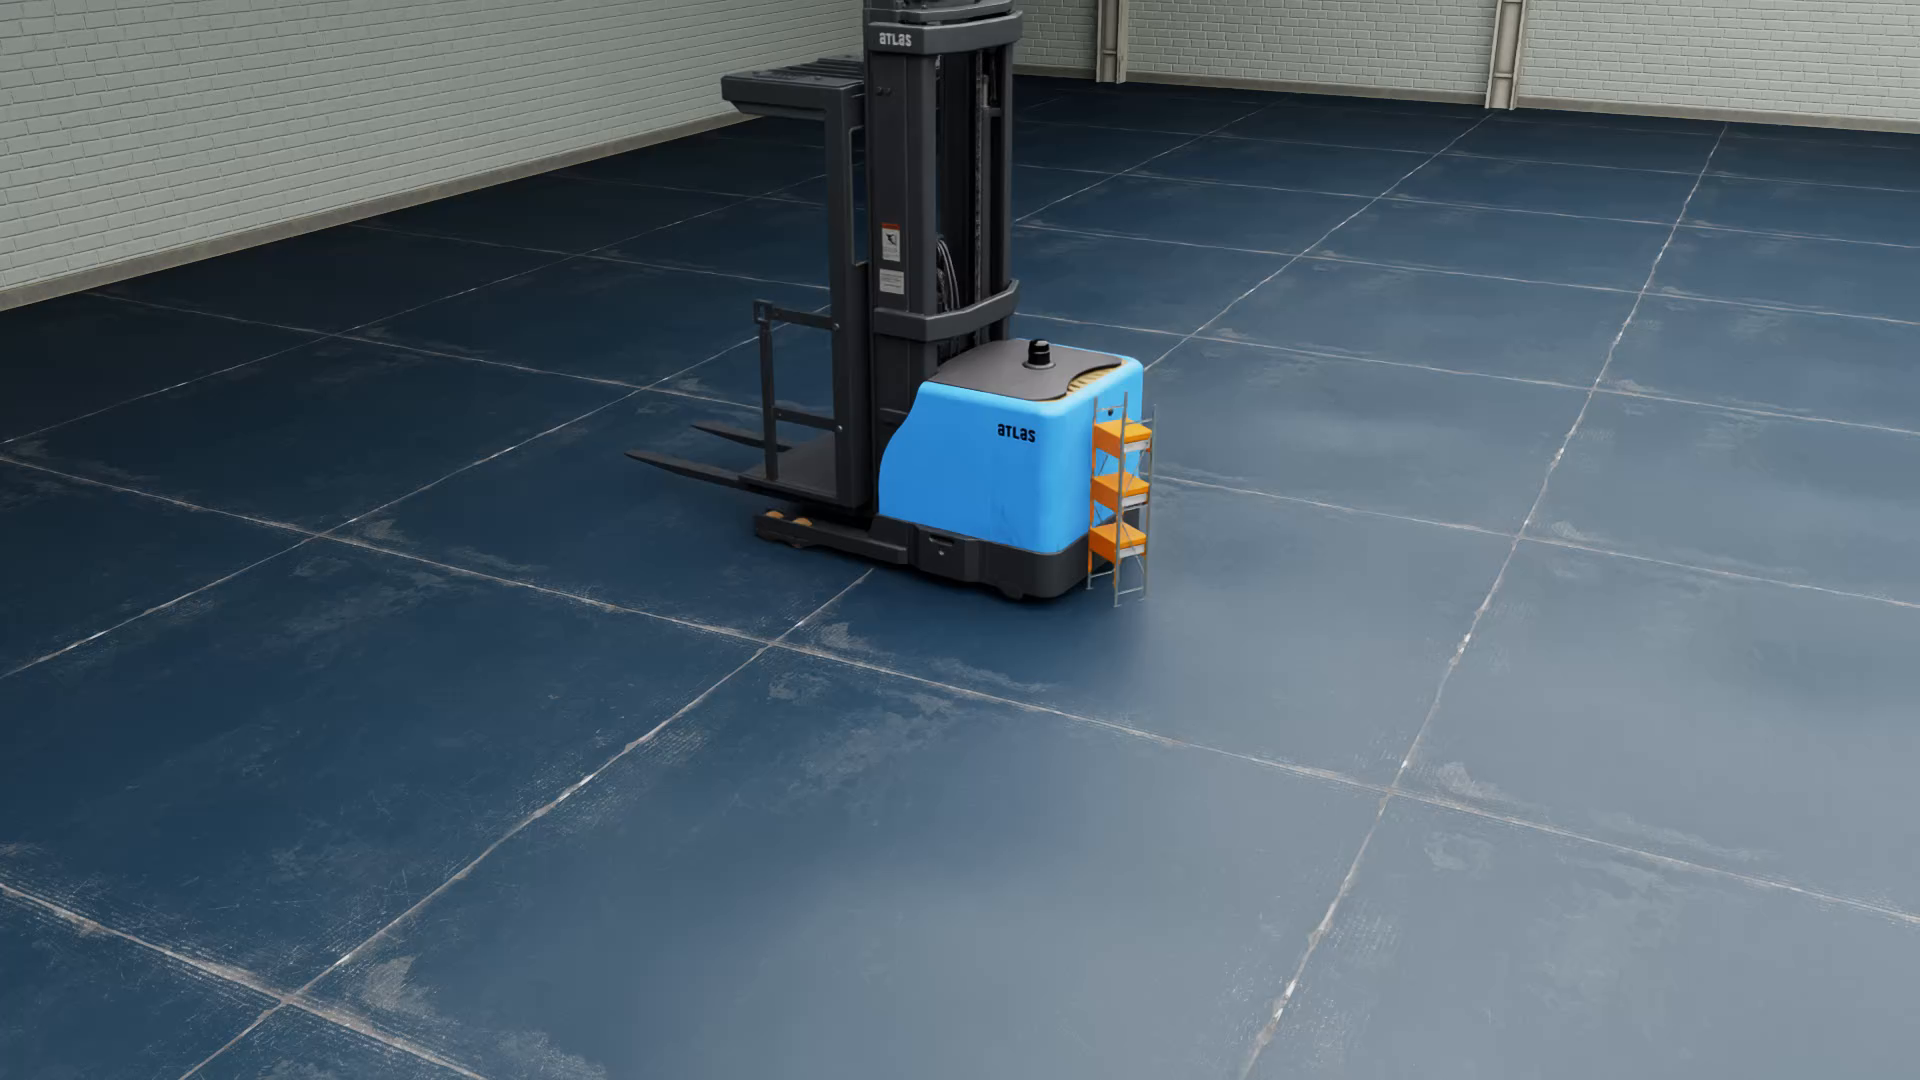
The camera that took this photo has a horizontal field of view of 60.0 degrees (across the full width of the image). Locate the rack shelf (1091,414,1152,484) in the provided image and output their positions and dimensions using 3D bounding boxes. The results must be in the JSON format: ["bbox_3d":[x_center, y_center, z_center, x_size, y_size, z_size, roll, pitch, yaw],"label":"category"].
[{"bbox_3d":[0.811,-0.453,8.274,0.215,0.259,0.240,-12,26,-27],"label":"rack shelf"}]

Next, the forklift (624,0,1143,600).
[{"bbox_3d":[-0.544,-1.462,8.943,3.031,2.935,1.130,14,27,29],"label":"forklift"}]

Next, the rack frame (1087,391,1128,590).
[{"bbox_3d":[0.750,-0.243,8.478,0.200,1.050,0.008,-12,26,-27],"label":"rack frame"}]

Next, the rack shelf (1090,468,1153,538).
[{"bbox_3d":[0.810,-0.191,8.385,0.215,0.259,0.240,-12,26,-27],"label":"rack shelf"}]

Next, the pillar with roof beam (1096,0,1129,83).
[{"bbox_3d":[0.447,-9.893,21.014,0.400,9.000,9.100,11,25,25],"label":"pillar with roof beam"}]

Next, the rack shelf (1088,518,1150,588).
[{"bbox_3d":[0.809,0.065,8.493,0.215,0.259,0.240,-12,26,-27],"label":"rack shelf"}]

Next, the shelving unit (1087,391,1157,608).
[{"bbox_3d":[0.810,-0.201,8.380,0.215,1.050,0.252,-12,26,-27],"label":"shelving unit"}]

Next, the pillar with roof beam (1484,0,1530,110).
[{"bbox_3d":[5.801,-8.834,18.523,0.400,9.000,9.100,11,25,25],"label":"pillar with roof beam"}]

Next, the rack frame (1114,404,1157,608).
[{"bbox_3d":[0.870,-0.160,8.283,0.200,1.050,0.008,-12,26,-27],"label":"rack frame"}]
